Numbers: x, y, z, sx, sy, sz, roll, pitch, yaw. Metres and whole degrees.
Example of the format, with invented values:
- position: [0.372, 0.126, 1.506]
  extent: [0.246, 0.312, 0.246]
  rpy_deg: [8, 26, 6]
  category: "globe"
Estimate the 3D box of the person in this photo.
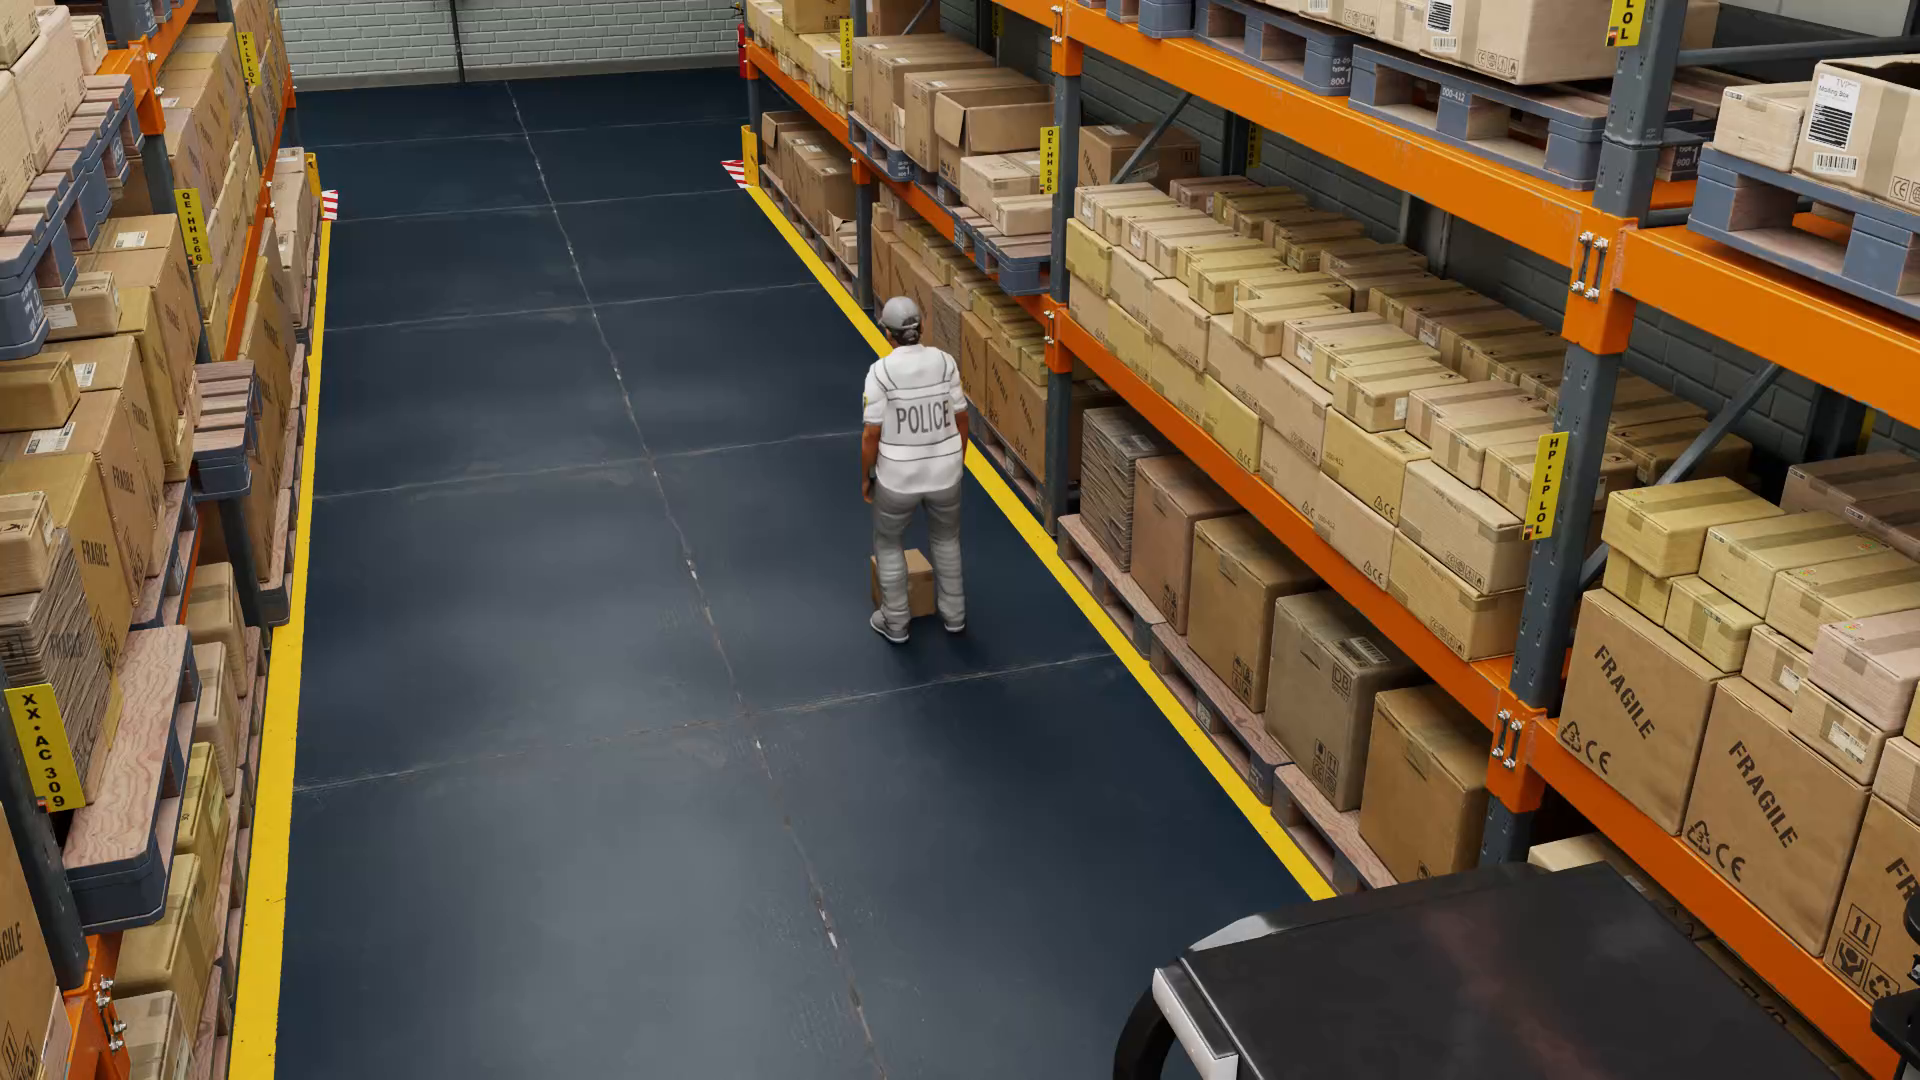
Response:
- position: [-0.209, -0.317, 7.744]
  extent: [0.546, 1.665, 0.469]
  rpy_deg: [-9, 28, -18]
  category: "person"
